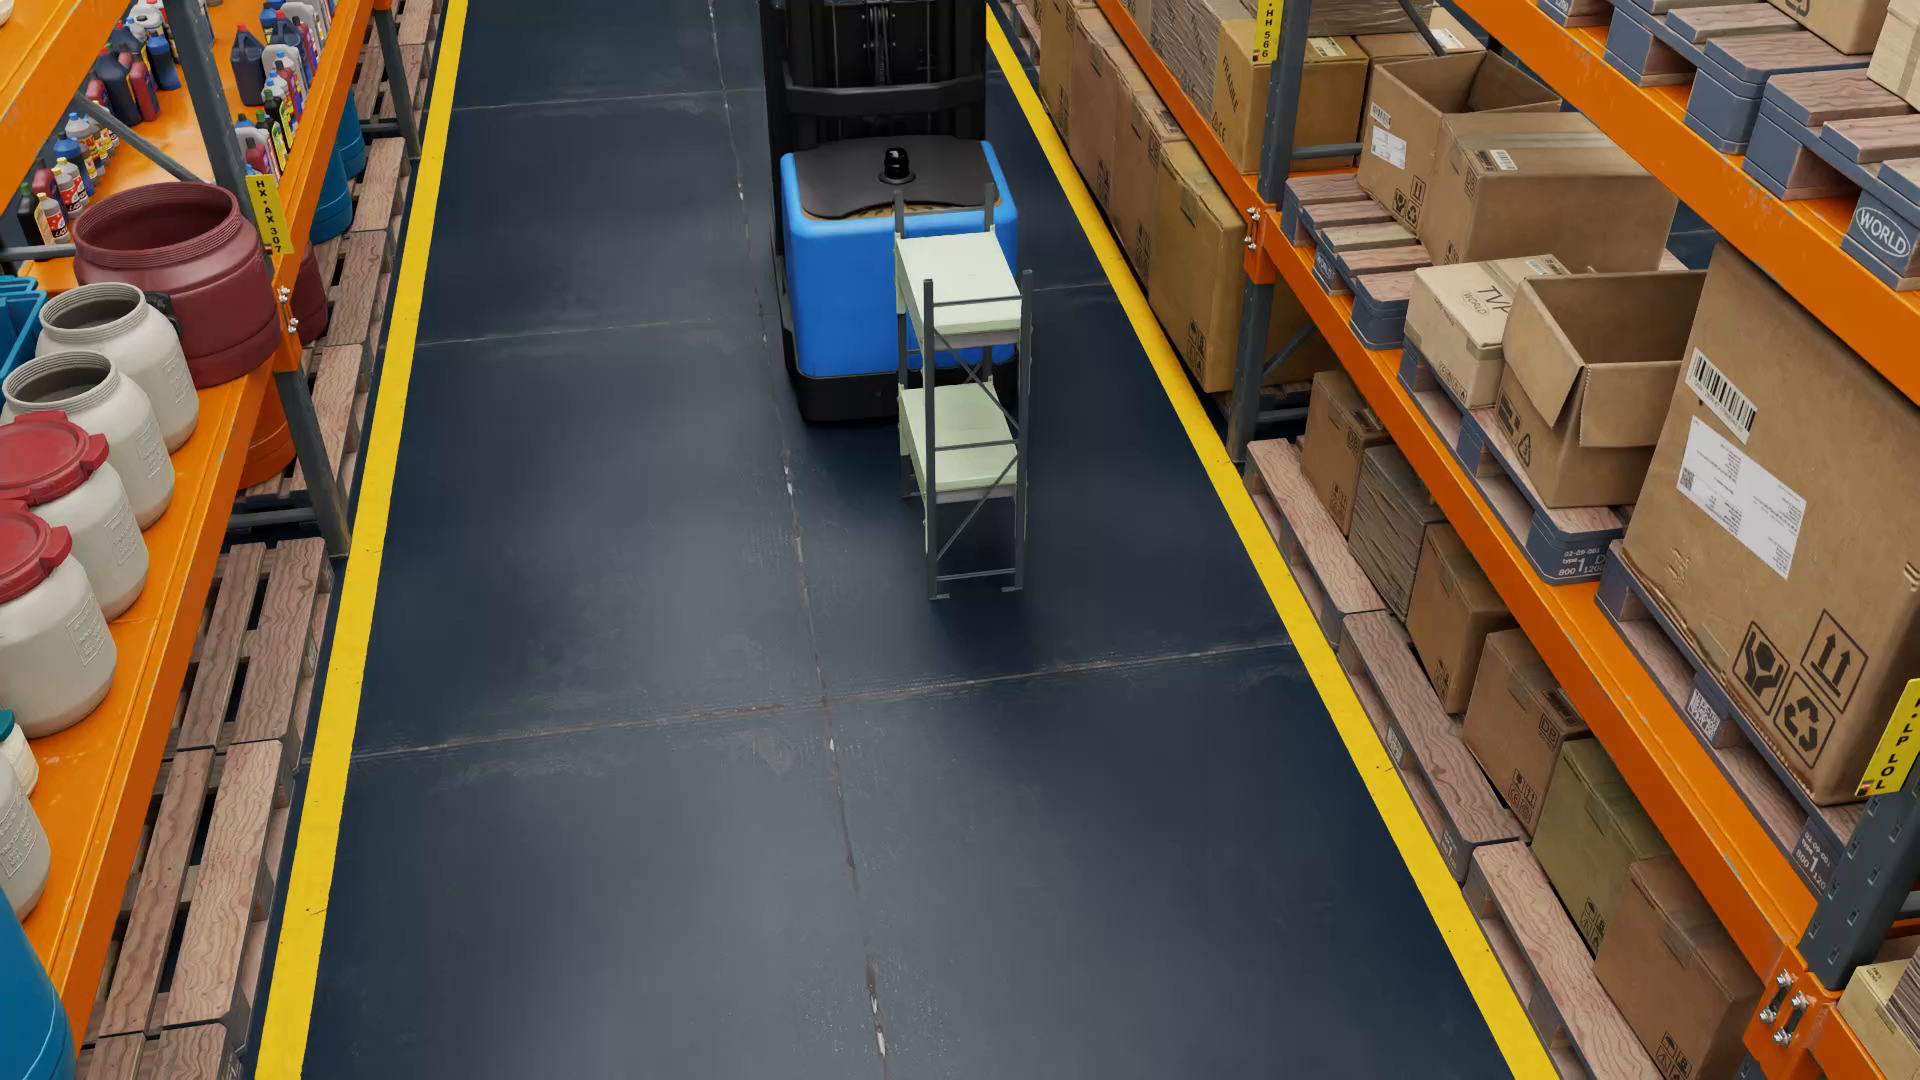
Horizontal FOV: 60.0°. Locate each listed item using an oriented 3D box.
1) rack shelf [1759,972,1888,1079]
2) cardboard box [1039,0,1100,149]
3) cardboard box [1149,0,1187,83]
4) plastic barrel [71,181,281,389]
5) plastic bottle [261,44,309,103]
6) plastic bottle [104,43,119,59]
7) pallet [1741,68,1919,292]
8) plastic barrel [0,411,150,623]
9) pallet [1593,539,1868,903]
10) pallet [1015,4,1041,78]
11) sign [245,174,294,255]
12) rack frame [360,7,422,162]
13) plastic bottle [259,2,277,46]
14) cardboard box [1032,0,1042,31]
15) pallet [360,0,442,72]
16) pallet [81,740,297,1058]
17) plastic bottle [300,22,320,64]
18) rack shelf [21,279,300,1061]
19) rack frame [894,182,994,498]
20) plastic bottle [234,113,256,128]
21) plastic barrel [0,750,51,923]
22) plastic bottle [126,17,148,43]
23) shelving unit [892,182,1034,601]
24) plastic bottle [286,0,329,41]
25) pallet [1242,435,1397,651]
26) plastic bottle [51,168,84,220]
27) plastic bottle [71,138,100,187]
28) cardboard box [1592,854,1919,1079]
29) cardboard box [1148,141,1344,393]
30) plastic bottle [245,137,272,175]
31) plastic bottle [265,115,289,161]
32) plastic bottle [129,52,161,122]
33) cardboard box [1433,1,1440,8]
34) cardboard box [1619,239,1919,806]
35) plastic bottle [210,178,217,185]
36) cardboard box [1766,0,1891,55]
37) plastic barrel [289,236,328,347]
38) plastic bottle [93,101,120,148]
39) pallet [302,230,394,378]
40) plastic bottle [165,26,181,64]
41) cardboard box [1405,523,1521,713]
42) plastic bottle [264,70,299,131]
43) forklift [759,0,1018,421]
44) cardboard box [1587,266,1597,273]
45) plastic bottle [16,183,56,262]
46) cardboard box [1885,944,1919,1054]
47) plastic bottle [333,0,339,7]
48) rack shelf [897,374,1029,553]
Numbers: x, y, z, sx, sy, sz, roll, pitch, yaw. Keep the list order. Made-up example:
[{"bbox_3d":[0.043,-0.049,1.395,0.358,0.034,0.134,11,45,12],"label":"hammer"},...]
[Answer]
[{"bbox_3d":[2.798,2.285,2.450,1.077,0.370,4.000,-6,38,-8],"label":"rack shelf"},{"bbox_3d":[1.177,-2.982,10.033,1.225,0.875,0.875,-6,38,-8],"label":"cardboard box"},{"bbox_3d":[1.240,-2.549,8.005,0.500,0.500,0.500,-7,38,-9],"label":"cardboard box"},{"bbox_3d":[-2.750,-0.897,5.848,0.600,0.536,0.708,-6,38,-8],"label":"plastic barrel"},{"bbox_3d":[-3.131,-2.175,7.706,0.152,0.276,0.135,-6,38,-8],"label":"plastic bottle"},{"bbox_3d":[-3.877,-2.126,7.636,0.061,0.283,0.133,-6,38,-8],"label":"plastic bottle"},{"bbox_3d":[2.444,-0.702,3.417,1.213,0.211,1.003,-6,38,-8],"label":"pallet"},{"bbox_3d":[-2.585,-0.034,4.738,0.433,0.535,0.433,0,38,0],"label":"plastic barrel"},{"bbox_3d":[2.457,0.391,4.458,1.003,0.211,1.213,-6,38,-8],"label":"pallet"},{"bbox_3d":[0.989,-3.406,11.462,1.003,0.211,1.213,-6,38,-8],"label":"pallet"},{"bbox_3d":[-2.590,-1.218,6.240,0.100,0.325,0.005,-6,38,-8],"label":"sign"},{"bbox_3d":[-3.831,-3.507,9.319,1.000,3.000,0.127,-6,38,-8],"label":"rack frame"},{"bbox_3d":[-3.347,-2.481,8.104,0.097,0.271,0.097,0,38,0],"label":"plastic bottle"},{"bbox_3d":[1.008,-3.773,11.052,0.875,0.875,0.875,-6,38,-8],"label":"cardboard box"},{"bbox_3d":[-4.216,-3.584,11.691,1.003,0.211,1.213,-6,38,-8],"label":"pallet"},{"bbox_3d":[-2.822,1.218,5.510,1.003,0.211,1.213,-6,38,-8],"label":"pallet"},{"bbox_3d":[-3.180,-2.411,8.071,0.097,0.201,0.097,0,38,0],"label":"plastic bottle"},{"bbox_3d":[-2.779,0.401,4.875,1.077,0.370,4.000,-6,38,-8],"label":"rack shelf"},{"bbox_3d":[-0.063,-0.809,7.069,0.400,1.500,0.023,-6,38,-8],"label":"rack frame"},{"bbox_3d":[-3.022,-1.682,7.075,0.097,0.271,0.097,0,38,0],"label":"plastic bottle"},{"bbox_3d":[-2.381,0.670,3.831,0.433,0.535,0.433,0,38,0],"label":"plastic barrel"},{"bbox_3d":[-3.929,-2.363,7.951,0.097,0.271,0.097,0,38,0],"label":"plastic bottle"},{"bbox_3d":[0.001,-0.588,6.785,0.431,1.500,0.755,-6,38,-8],"label":"shelving unit"},{"bbox_3d":[-3.268,-2.648,8.314,0.152,0.276,0.135,-6,38,-8],"label":"plastic bottle"},{"bbox_3d":[1.882,-0.050,7.142,1.003,0.211,1.213,-6,38,-8],"label":"pallet"},{"bbox_3d":[-3.664,-1.422,6.797,0.097,0.201,0.097,0,38,0],"label":"plastic bottle"},{"bbox_3d":[-3.715,-1.598,7.024,0.097,0.201,0.097,0,38,0],"label":"plastic bottle"},{"bbox_3d":[2.361,1.233,4.897,0.700,0.500,0.500,-9,39,-11],"label":"cardboard box"},{"bbox_3d":[1.646,-1.369,7.957,1.225,0.875,0.875,-8,39,-10],"label":"cardboard box"},{"bbox_3d":[-2.900,-1.544,6.888,0.061,0.283,0.133,-6,38,-8],"label":"plastic bottle"},{"bbox_3d":[-2.986,-1.741,7.208,0.097,0.201,0.097,0,38,0],"label":"plastic bottle"},{"bbox_3d":[-3.712,-2.060,7.552,0.061,0.283,0.133,-6,38,-8],"label":"plastic bottle"},{"bbox_3d":[1.836,-2.297,7.680,0.500,0.500,0.500,-7,38,-9],"label":"cardboard box"},{"bbox_3d":[2.446,-0.105,4.109,1.000,1.000,1.000,-6,38,-8],"label":"cardboard box"},{"bbox_3d":[-2.888,-1.338,6.628,0.152,0.276,0.135,-6,38,-8],"label":"plastic bottle"},{"bbox_3d":[2.296,-1.462,3.815,0.797,0.503,0.637,-5,38,-6],"label":"cardboard box"},{"bbox_3d":[-3.431,-1.280,8.076,0.600,0.588,0.708,-6,38,-8],"label":"plastic barrel"},{"bbox_3d":[-3.783,-1.833,7.327,0.097,0.201,0.097,0,38,0],"label":"plastic bottle"},{"bbox_3d":[-3.520,-1.196,8.618,1.003,0.211,1.213,-6,38,-8],"label":"pallet"},{"bbox_3d":[-3.803,-2.433,8.099,0.097,0.201,0.097,0,38,0],"label":"plastic bottle"},{"bbox_3d":[2.099,0.268,6.139,0.700,0.500,0.500,-3,38,-4],"label":"cardboard box"},{"bbox_3d":[-3.043,-1.967,7.442,0.097,0.271,0.097,0,38,0],"label":"plastic bottle"},{"bbox_3d":[-0.453,-2.617,8.230,1.130,2.935,3.031,-5,38,-7],"label":"forklift"},{"bbox_3d":[2.304,-0.758,5.548,0.396,0.266,0.258,-7,38,-9],"label":"cardboard box"},{"bbox_3d":[-3.621,-1.243,6.500,0.061,0.283,0.133,-6,38,-8],"label":"plastic bottle"},{"bbox_3d":[2.465,0.914,3.304,0.875,0.500,0.500,-6,38,-8],"label":"cardboard box"},{"bbox_3d":[-3.348,-2.967,8.664,0.144,0.351,0.185,-6,38,-8],"label":"plastic bottle"},{"bbox_3d":[0.001,-0.331,6.985,0.431,0.370,0.720,-6,38,-8],"label":"rack shelf"}]
